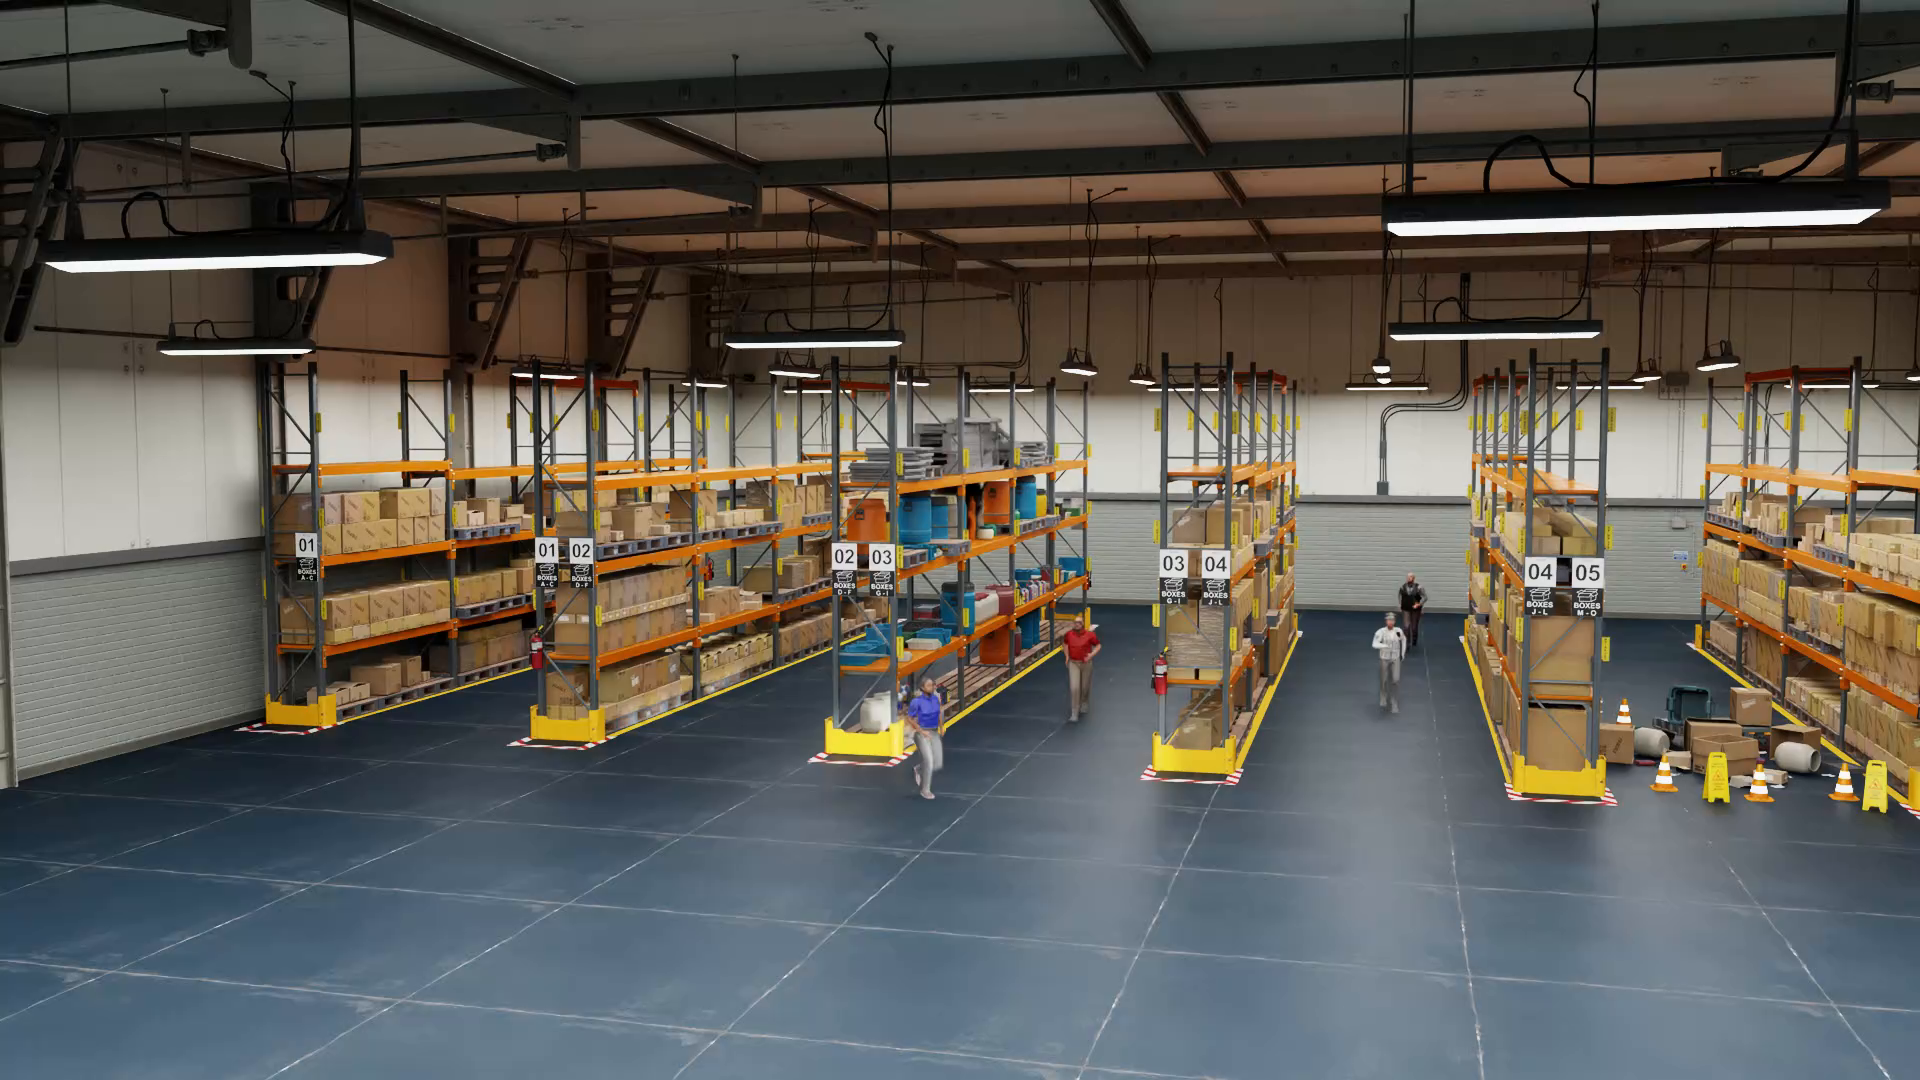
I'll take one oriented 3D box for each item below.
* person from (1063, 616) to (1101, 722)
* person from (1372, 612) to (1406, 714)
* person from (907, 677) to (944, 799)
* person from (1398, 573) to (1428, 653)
[{"bbox_3d":[2.060,2.159,28.182,0.657,1.760,0.849,1,4,8],"label":"person"},{"bbox_3d":[7.459,2.121,28.950,0.571,1.764,0.789,1,4,9],"label":"person"},{"bbox_3d":[-0.461,2.642,22.309,0.608,1.602,0.560,-4,5,-42],"label":"person"},{"bbox_3d":[9.921,1.580,36.478,0.659,1.747,0.824,2,4,25],"label":"person"}]
